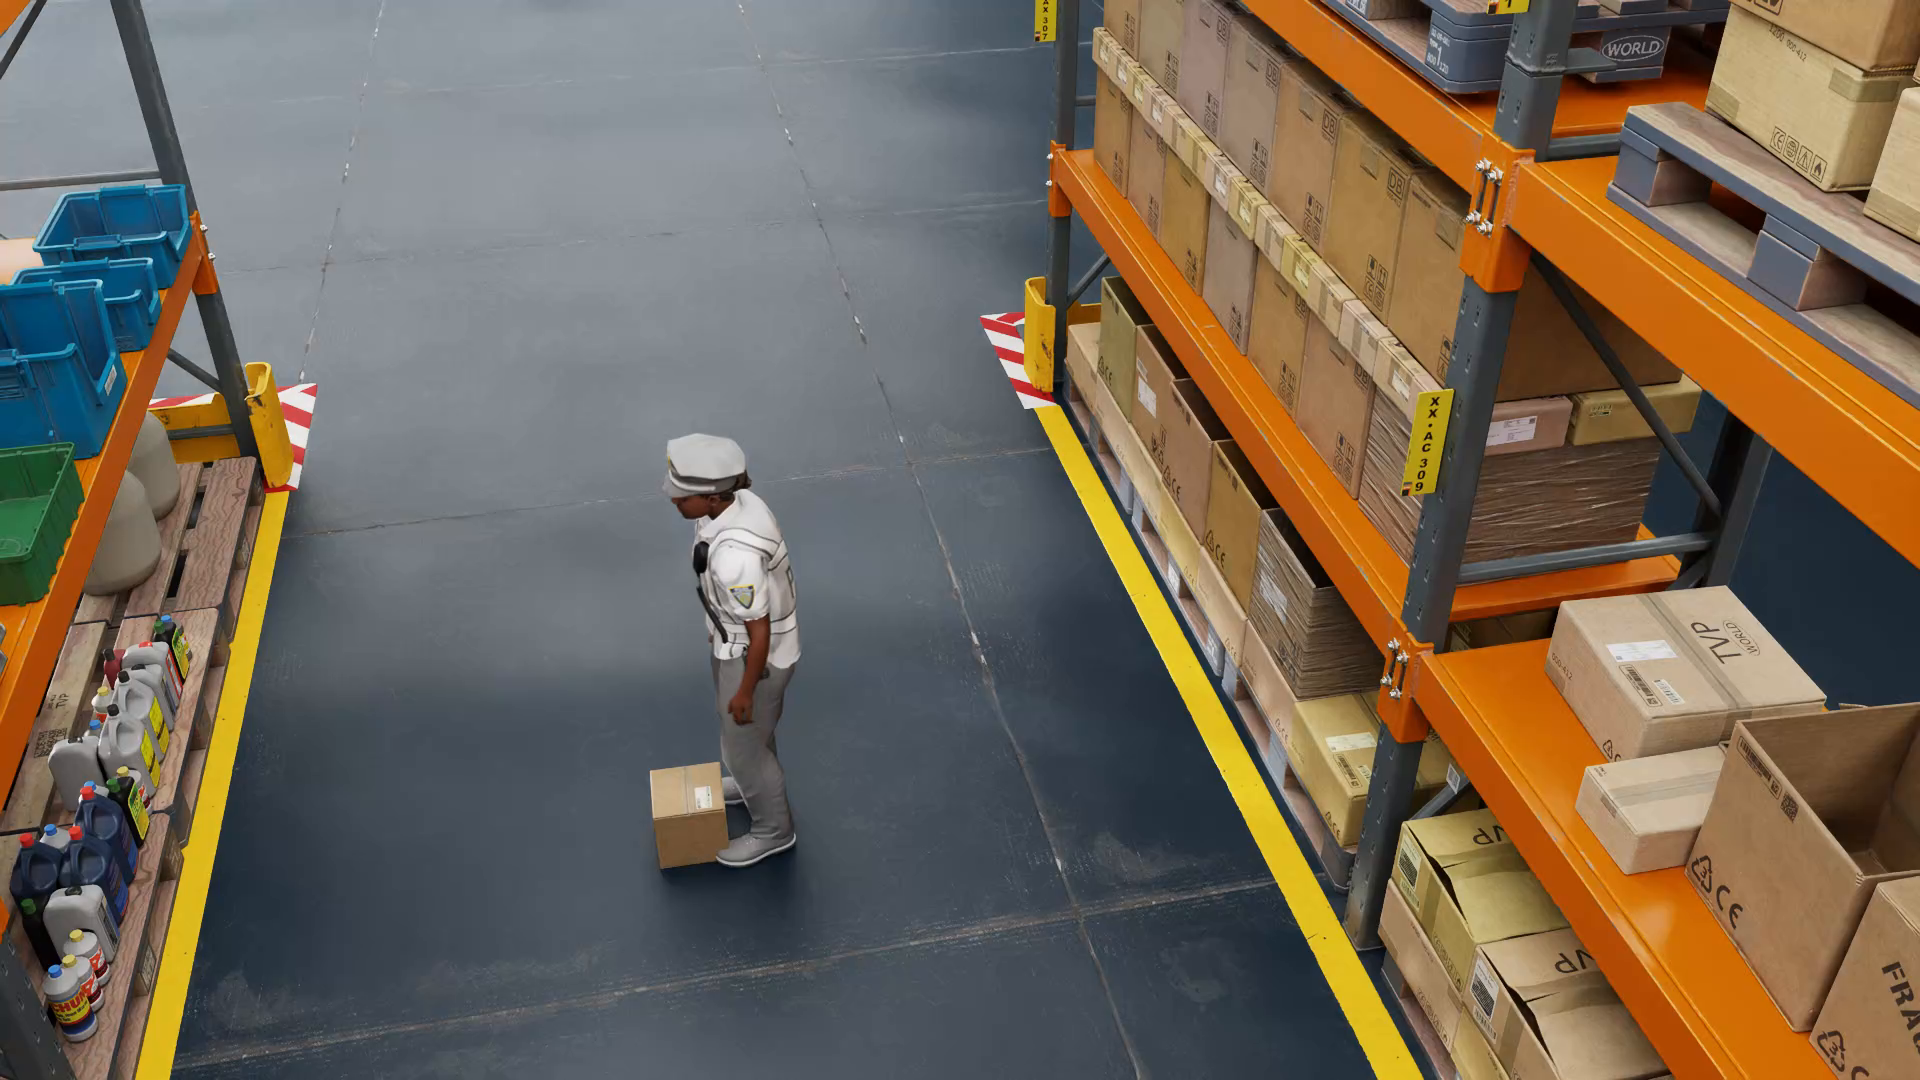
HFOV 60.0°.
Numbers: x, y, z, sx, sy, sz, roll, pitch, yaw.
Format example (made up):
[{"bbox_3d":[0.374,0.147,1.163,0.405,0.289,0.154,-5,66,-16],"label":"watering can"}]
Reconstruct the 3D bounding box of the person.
[{"bbox_3d":[-0.740,0.370,5.603,0.391,1.664,0.531,-9,36,-13],"label":"person"}]
